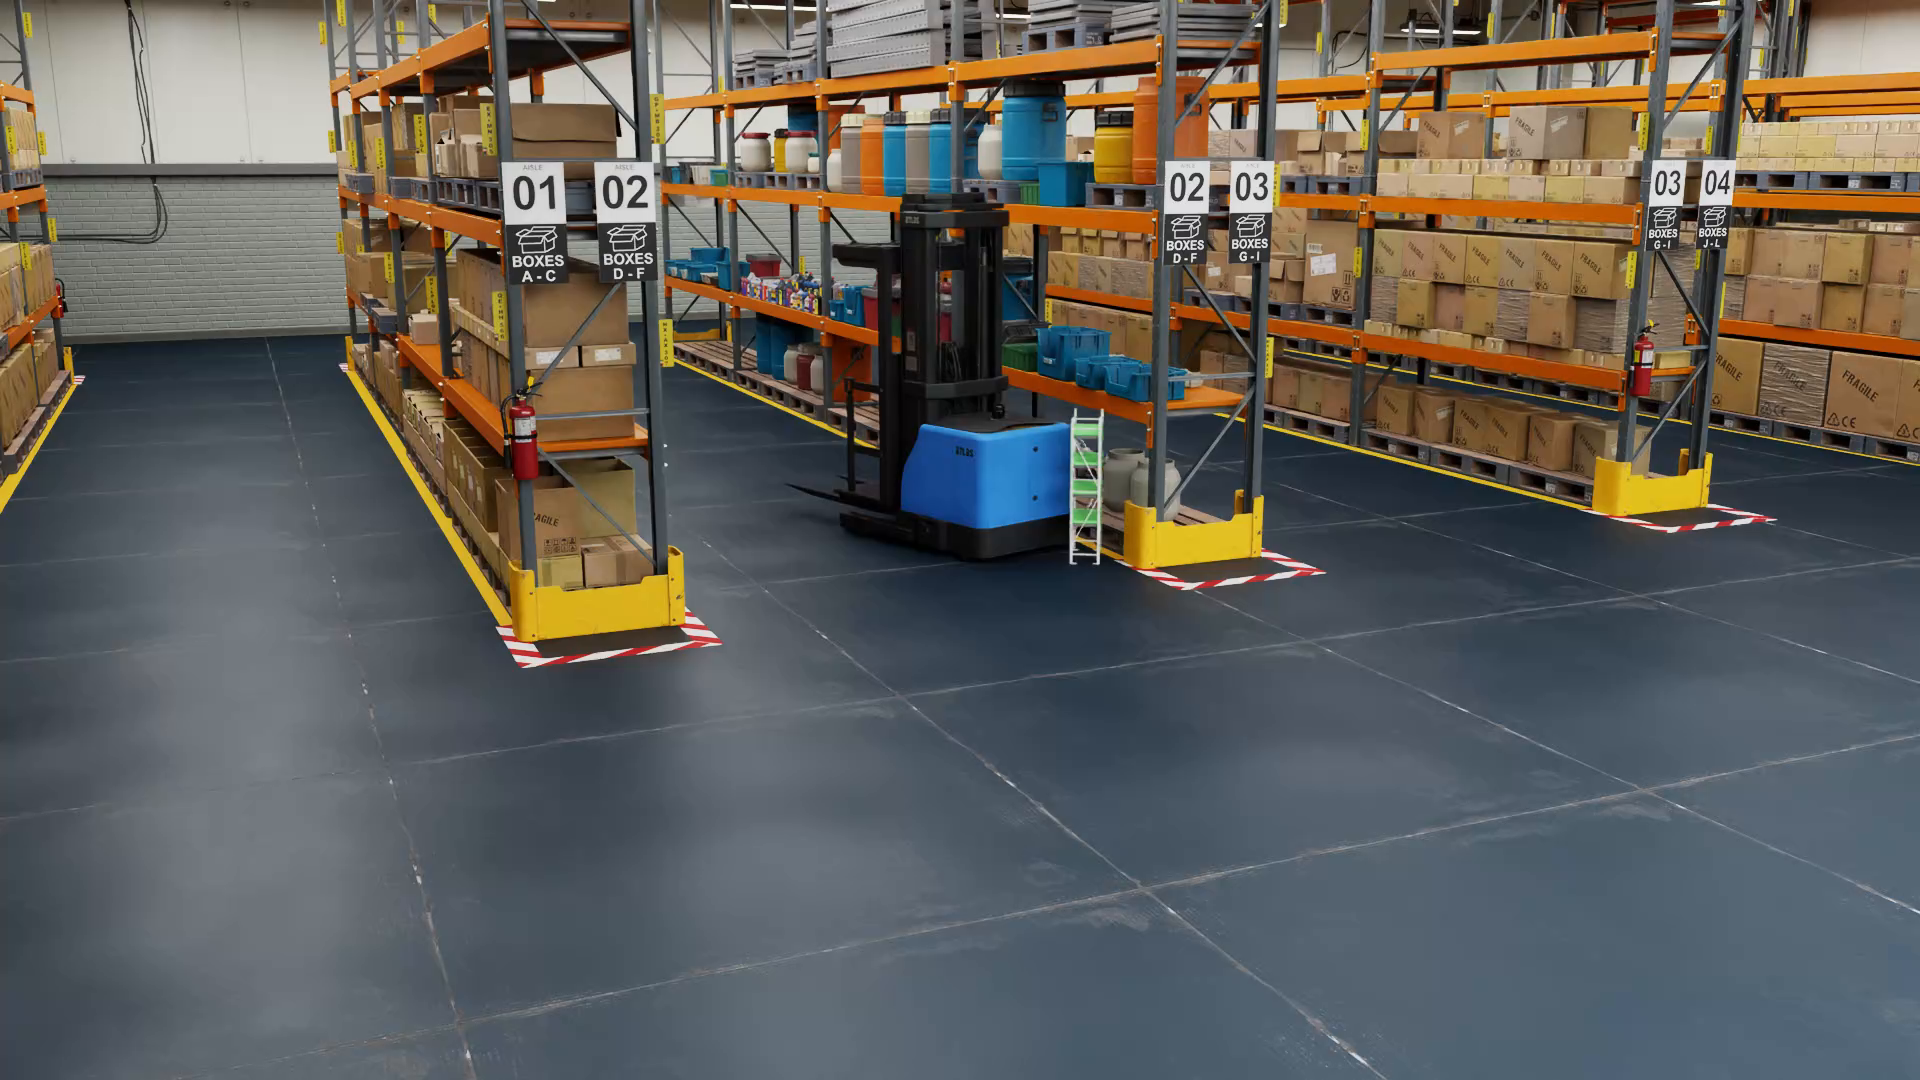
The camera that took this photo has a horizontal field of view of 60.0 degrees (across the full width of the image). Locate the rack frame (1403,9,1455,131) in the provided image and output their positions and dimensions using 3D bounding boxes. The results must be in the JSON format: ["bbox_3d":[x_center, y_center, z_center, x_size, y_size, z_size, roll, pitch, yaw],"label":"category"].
[{"bbox_3d":[9.203,-8.871,32.742,1.000,3.000,0.127,-6,14,-23],"label":"rack frame"}]

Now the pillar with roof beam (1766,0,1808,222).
[{"bbox_3d":[11.954,-8.330,30.405,9.100,9.000,0.548,-6,14,-23],"label":"pillar with roof beam"}]

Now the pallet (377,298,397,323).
[{"bbox_3d":[-6.534,-2.814,20.302,1.003,0.211,1.213,-6,14,-23],"label":"pallet"}]

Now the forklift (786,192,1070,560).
[{"bbox_3d":[-0.406,-1.536,14.505,1.130,2.935,3.031,-11,17,-39],"label":"forklift"}]

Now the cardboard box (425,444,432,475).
[{"bbox_3d":[-4.987,-0.815,16.404,0.500,0.250,0.500,-5,14,-22],"label":"cardboard box"}]

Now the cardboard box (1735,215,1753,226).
[{"bbox_3d":[12.434,-4.955,26.688,0.500,0.500,0.500,-6,14,-25],"label":"cardboard box"}]

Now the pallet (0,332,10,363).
[{"bbox_3d":[-9.905,-1.827,16.037,1.213,0.211,1.003,-6,14,-23],"label":"pallet"}]

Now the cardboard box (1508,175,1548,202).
[{"bbox_3d":[5.706,-3.422,16.183,0.500,0.250,0.500,-5,14,-22],"label":"cardboard box"}]

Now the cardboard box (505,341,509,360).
[{"bbox_3d":[-3.083,-1.387,12.049,0.380,0.149,0.250,-6,14,-24],"label":"cardboard box"}]

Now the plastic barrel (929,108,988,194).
[{"bbox_3d":[-0.011,-3.918,16.880,0.600,0.901,0.708,-6,14,-23],"label":"plastic barrel"}]

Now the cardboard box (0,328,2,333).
[{"bbox_3d":[-10.330,-2.150,17.519,0.380,0.149,0.250,-5,14,-21],"label":"cardboard box"}]

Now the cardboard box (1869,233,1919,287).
[{"bbox_3d":[10.599,-3.087,18.329,0.875,0.550,0.550,-6,14,-23],"label":"cardboard box"}]

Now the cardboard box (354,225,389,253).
[{"bbox_3d":[-8.001,-4.055,22.800,0.500,0.500,0.500,-6,14,-24],"label":"cardboard box"}]

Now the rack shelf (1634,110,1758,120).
[{"bbox_3d":[14.551,-8.555,32.978,1.077,0.370,4.000,-6,14,-23],"label":"rack shelf"}]

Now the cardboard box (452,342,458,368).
[{"bbox_3d":[-4.669,-1.779,15.704,0.396,0.266,0.258,-6,14,-24],"label":"cardboard box"}]

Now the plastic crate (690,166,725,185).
[{"bbox_3d":[-3.811,-5.524,25.194,0.437,0.282,0.530,-6,14,-23],"label":"plastic crate"}]

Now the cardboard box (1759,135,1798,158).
[{"bbox_3d":[9.658,-4.557,19.275,0.500,0.250,0.500,-6,14,-23],"label":"cardboard box"}]

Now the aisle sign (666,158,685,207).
[{"bbox_3d":[-4.717,-5.860,27.273,0.394,0.787,0.004,-6,14,-23],"label":"aisle sign"}]

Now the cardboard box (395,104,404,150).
[{"bbox_3d":[-6.124,-4.700,18.931,0.500,0.500,0.500,-6,14,-23],"label":"cardboard box"}]

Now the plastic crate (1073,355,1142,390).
[{"bbox_3d":[1.264,-1.439,14.264,0.499,0.251,0.408,-6,14,-23],"label":"plastic crate"}]

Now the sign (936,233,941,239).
[{"bbox_3d":[-0.388,-5.465,29.233,0.100,0.325,0.005,-6,14,-23],"label":"sign"}]

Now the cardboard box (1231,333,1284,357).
[{"bbox_3d":[3.845,-2.518,21.501,0.500,0.250,0.500,-4,14,-17],"label":"cardboard box"}]

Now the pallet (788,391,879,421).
[{"bbox_3d":[-1.565,-1.754,21.478,1.003,0.211,1.213,-6,14,-23],"label":"pallet"}]

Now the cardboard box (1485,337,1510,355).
[{"bbox_3d":[5.531,-1.966,16.768,0.380,0.149,0.250,-6,14,-23],"label":"cardboard box"}]

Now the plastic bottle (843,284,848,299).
[{"bbox_3d":[-1.509,-3.258,22.051,0.061,0.283,0.133,-6,14,-23],"label":"plastic bottle"}]

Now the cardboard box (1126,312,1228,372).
[{"bbox_3d":[3.070,-2.714,23.226,1.225,0.875,0.875,-6,14,-26],"label":"cardboard box"}]

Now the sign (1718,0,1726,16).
[{"bbox_3d":[9.022,-6.366,19.671,0.100,0.325,0.005,-6,14,-23],"label":"sign"}]

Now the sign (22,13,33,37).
[{"bbox_3d":[-12.990,-7.173,23.160,0.100,0.325,0.005,-6,14,-23],"label":"sign"}]

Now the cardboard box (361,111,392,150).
[{"bbox_3d":[-7.583,-5.427,22.074,0.700,0.500,0.500,-6,14,-23],"label":"cardboard box"}]

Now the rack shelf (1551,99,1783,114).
[{"bbox_3d":[11.606,-7.086,27.512,1.077,0.370,4.000,-6,14,-23],"label":"rack shelf"}]

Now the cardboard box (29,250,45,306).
[{"bbox_3d":[-12.681,-3.445,21.937,0.980,0.700,0.700,-6,14,-26],"label":"cardboard box"}]

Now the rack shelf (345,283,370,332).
[{"bbox_3d":[-8.154,-3.395,23.984,1.077,0.370,4.000,-6,14,-23],"label":"rack shelf"}]

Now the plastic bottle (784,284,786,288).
[{"bbox_3d":[-2.293,-3.249,22.012,0.061,0.283,0.133,-6,14,-23],"label":"plastic bottle"}]

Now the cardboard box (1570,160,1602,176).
[{"bbox_3d":[5.928,-3.470,15.507,0.380,0.149,0.250,-6,14,-25],"label":"cardboard box"}]

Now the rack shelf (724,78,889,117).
[{"bbox_3d":[-2.012,-5.744,21.711,1.077,0.370,4.000,-6,14,-23],"label":"rack shelf"}]

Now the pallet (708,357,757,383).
[{"bbox_3d":[-3.143,-2.569,25.003,1.003,0.211,1.213,-6,14,-23],"label":"pallet"}]

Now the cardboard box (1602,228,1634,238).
[{"bbox_3d":[8.900,-3.849,21.910,0.700,0.500,0.500,-6,14,-23],"label":"cardboard box"}]

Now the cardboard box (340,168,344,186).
[{"bbox_3d":[-8.794,-5.314,24.357,0.500,0.250,0.500,-6,14,-23],"label":"cardboard box"}]

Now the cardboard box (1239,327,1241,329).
[{"bbox_3d":[5.122,-3.895,29.939,0.380,0.149,0.250,-6,14,-26],"label":"cardboard box"}]

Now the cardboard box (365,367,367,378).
[{"bbox_3d":[-8.047,-2.322,23.098,0.380,0.149,0.250,-6,14,-23],"label":"cardboard box"}]

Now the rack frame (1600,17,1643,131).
[{"bbox_3d":[13.749,-9.320,34.682,1.000,3.000,0.127,-6,14,-23],"label":"rack frame"}]

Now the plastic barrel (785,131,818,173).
[{"bbox_3d":[-2.059,-5.038,21.599,0.433,0.535,0.433,0,13,0],"label":"plastic barrel"}]

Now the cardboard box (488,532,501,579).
[{"bbox_3d":[-3.243,0.095,12.473,0.500,0.250,0.500,-6,14,-23],"label":"cardboard box"}]

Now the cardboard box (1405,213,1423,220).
[{"bbox_3d":[9.134,-6.359,32.754,0.500,0.500,0.500,-6,14,-24],"label":"cardboard box"}]

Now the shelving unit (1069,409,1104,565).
[{"bbox_3d":[1.037,-0.440,13.599,0.258,1.200,0.503,1,14,7],"label":"shelving unit"}]

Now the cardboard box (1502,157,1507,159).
[{"bbox_3d":[7.900,-5.336,23.526,0.380,0.149,0.250,-6,14,-25],"label":"cardboard box"}]

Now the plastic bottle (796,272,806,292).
[{"bbox_3d":[-2.203,-3.544,23.138,0.144,0.351,0.185,-6,14,-23],"label":"plastic bottle"}]

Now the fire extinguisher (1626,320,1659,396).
[{"bbox_3d":[6.156,-1.645,14.995,0.296,0.674,0.183,-6,14,-23],"label":"fire extinguisher"}]

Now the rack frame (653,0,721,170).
[{"bbox_3d":[-4.416,-7.528,26.941,1.000,3.000,0.127,-6,14,-23],"label":"rack frame"}]

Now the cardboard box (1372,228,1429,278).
[{"bbox_3d":[4.877,-3.139,18.180,0.500,0.500,0.500,-6,14,-23],"label":"cardboard box"}]

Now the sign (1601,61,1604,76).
[{"bbox_3d":[13.252,-9.765,34.356,0.100,0.325,0.005,-6,14,-23],"label":"sign"}]

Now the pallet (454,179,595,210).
[{"bbox_3d":[-3.298,-2.673,12.809,1.003,0.211,1.213,-6,14,-23],"label":"pallet"}]

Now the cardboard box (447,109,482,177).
[{"bbox_3d":[-3.605,-3.113,13.043,0.797,0.503,0.637,-4,14,-17],"label":"cardboard box"}]

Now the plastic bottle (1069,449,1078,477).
[{"bbox_3d":[1.084,-0.760,16.051,0.061,0.283,0.133,-6,14,-23],"label":"plastic bottle"}]

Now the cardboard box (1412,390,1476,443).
[{"bbox_3d":[5.290,-1.357,18.192,0.500,0.500,0.500,-1,13,-5],"label":"cardboard box"}]

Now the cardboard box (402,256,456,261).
[{"bbox_3d":[-6.589,-3.227,20.505,0.700,0.500,0.500,-10,16,-37],"label":"cardboard box"}]

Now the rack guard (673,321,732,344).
[{"bbox_3d":[-4.437,-3.392,27.916,1.175,0.500,0.348,-6,14,-23],"label":"rack guard"}]

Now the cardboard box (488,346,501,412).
[{"bbox_3d":[-3.344,-1.319,13.196,0.700,0.500,0.500,-5,14,-21],"label":"cardboard box"}]

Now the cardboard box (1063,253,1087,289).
[{"bbox_3d":[1.882,-4.054,25.012,0.500,0.500,0.500,-6,14,-23],"label":"cardboard box"}]
